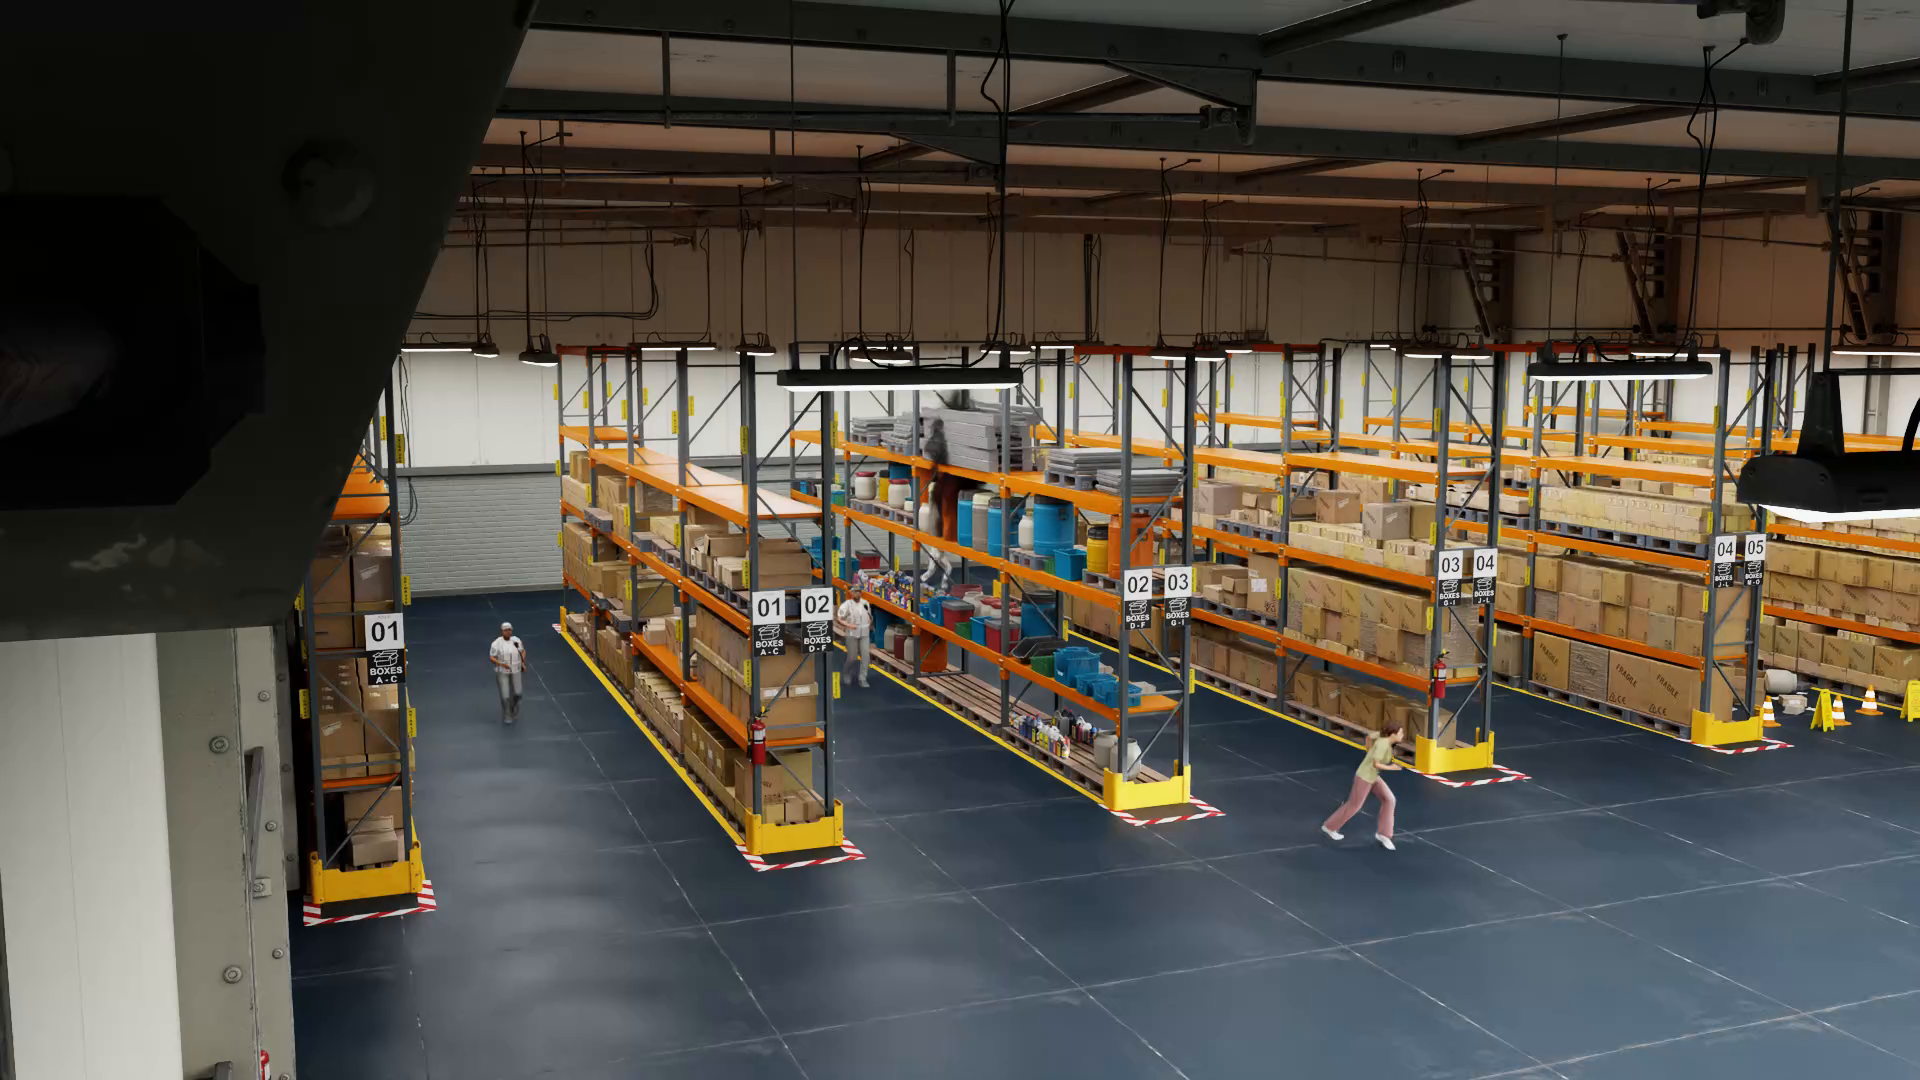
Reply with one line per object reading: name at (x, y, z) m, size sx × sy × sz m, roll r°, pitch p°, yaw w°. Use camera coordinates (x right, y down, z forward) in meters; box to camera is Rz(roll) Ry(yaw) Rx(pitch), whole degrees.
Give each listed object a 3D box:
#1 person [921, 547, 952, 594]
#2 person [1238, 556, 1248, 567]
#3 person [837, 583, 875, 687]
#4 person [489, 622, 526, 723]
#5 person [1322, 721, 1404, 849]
person at (-0.554, 0.474, 39.809) m, size 1.021 × 1.718 × 0.706 m, roll 2°, pitch 7°, yaw 14°
person at (7.167, 0.257, 41.104) m, size 0.766 × 1.733 × 0.618 m, roll -6°, pitch 9°, yaw -38°
person at (-1.739, 1.611, 28.194) m, size 0.674 × 1.786 × 0.720 m, roll -4°, pitch 8°, yaw -26°
person at (-7.243, 2.138, 26.754) m, size 0.599 × 1.628 × 0.531 m, roll -4°, pitch 8°, yaw -27°
person at (4.944, 2.989, 20.405) m, size 0.936 × 1.624 × 0.617 m, roll 2°, pitch 8°, yaw 18°
